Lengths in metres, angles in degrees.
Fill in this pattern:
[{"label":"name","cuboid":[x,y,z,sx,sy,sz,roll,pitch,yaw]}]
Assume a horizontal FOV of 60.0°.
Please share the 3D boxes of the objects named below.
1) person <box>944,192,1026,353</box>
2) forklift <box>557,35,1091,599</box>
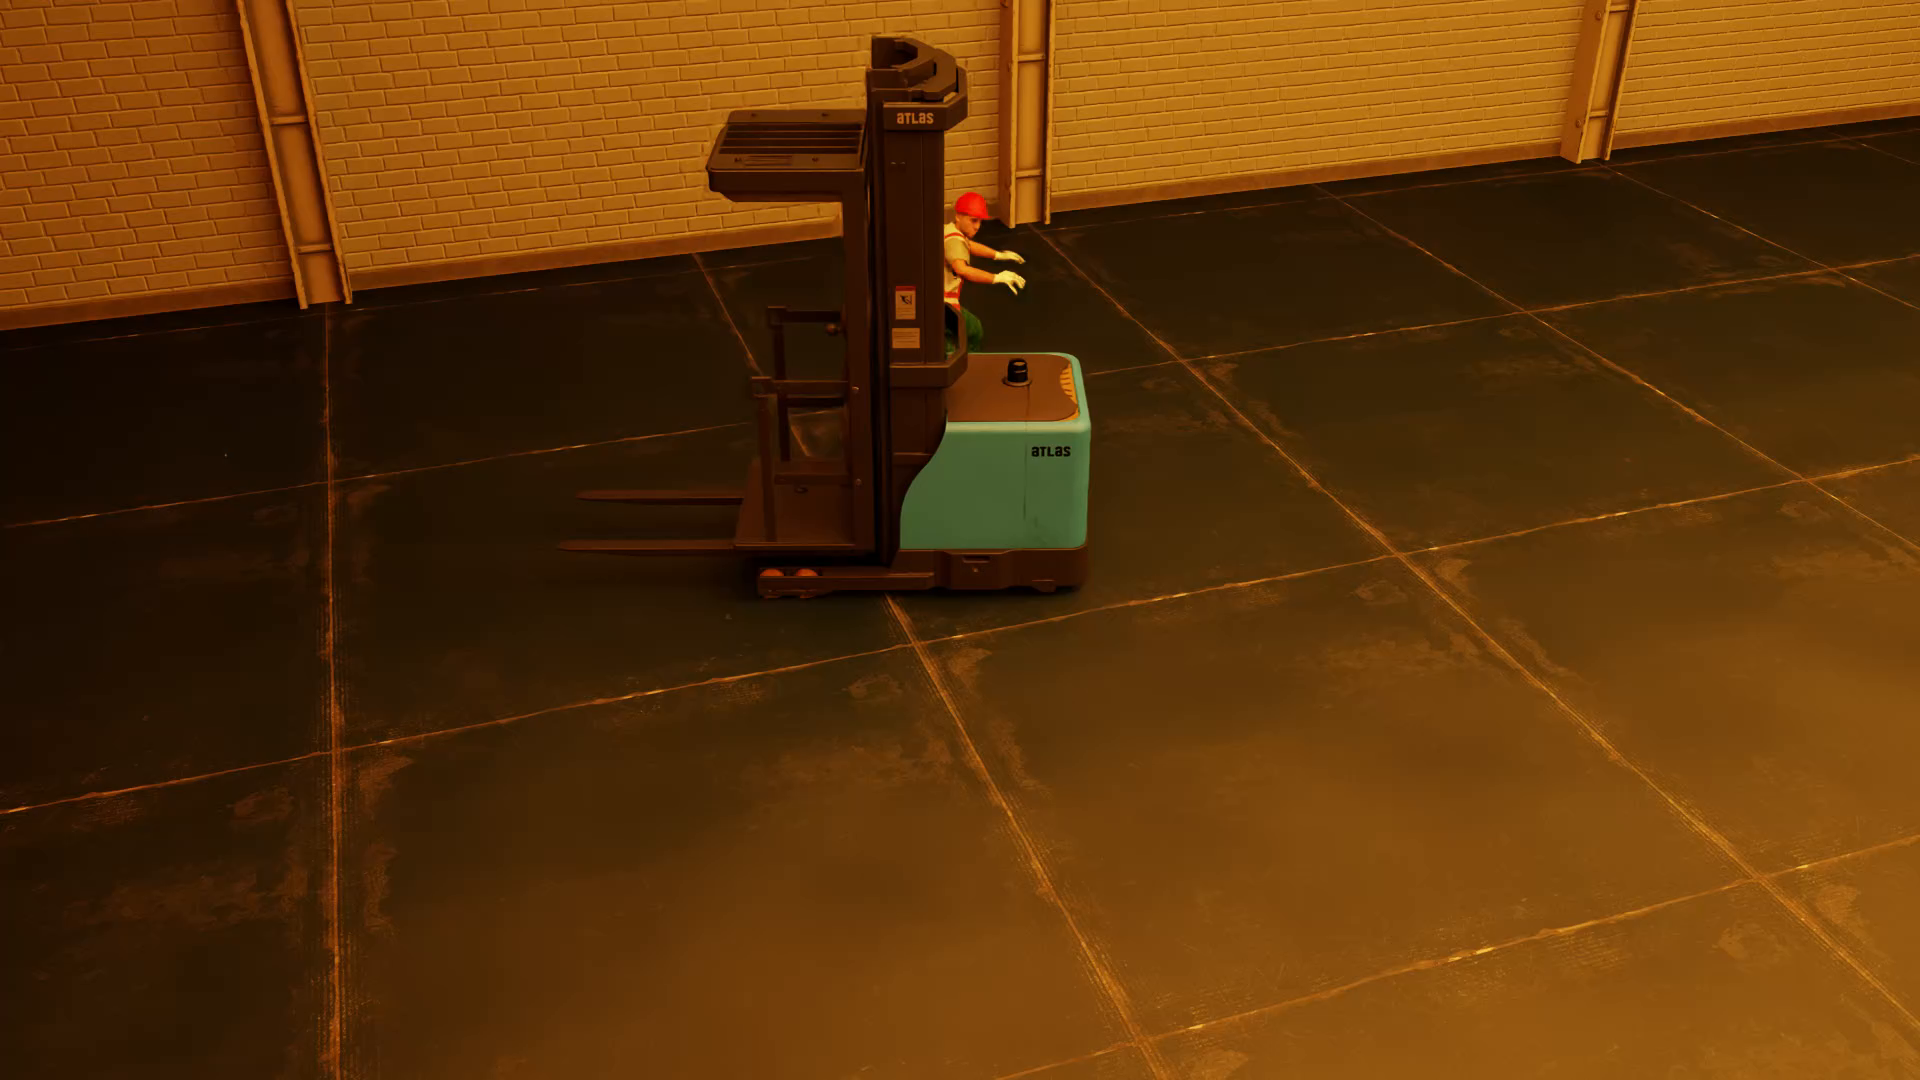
[{"label":"person","cuboid":[0.153,-1.562,11.243,0.911,1.553,1.147,26,39,38]},{"label":"forklift","cuboid":[-0.793,-1.202,9.176,3.031,2.935,1.130,0,30,0]}]
